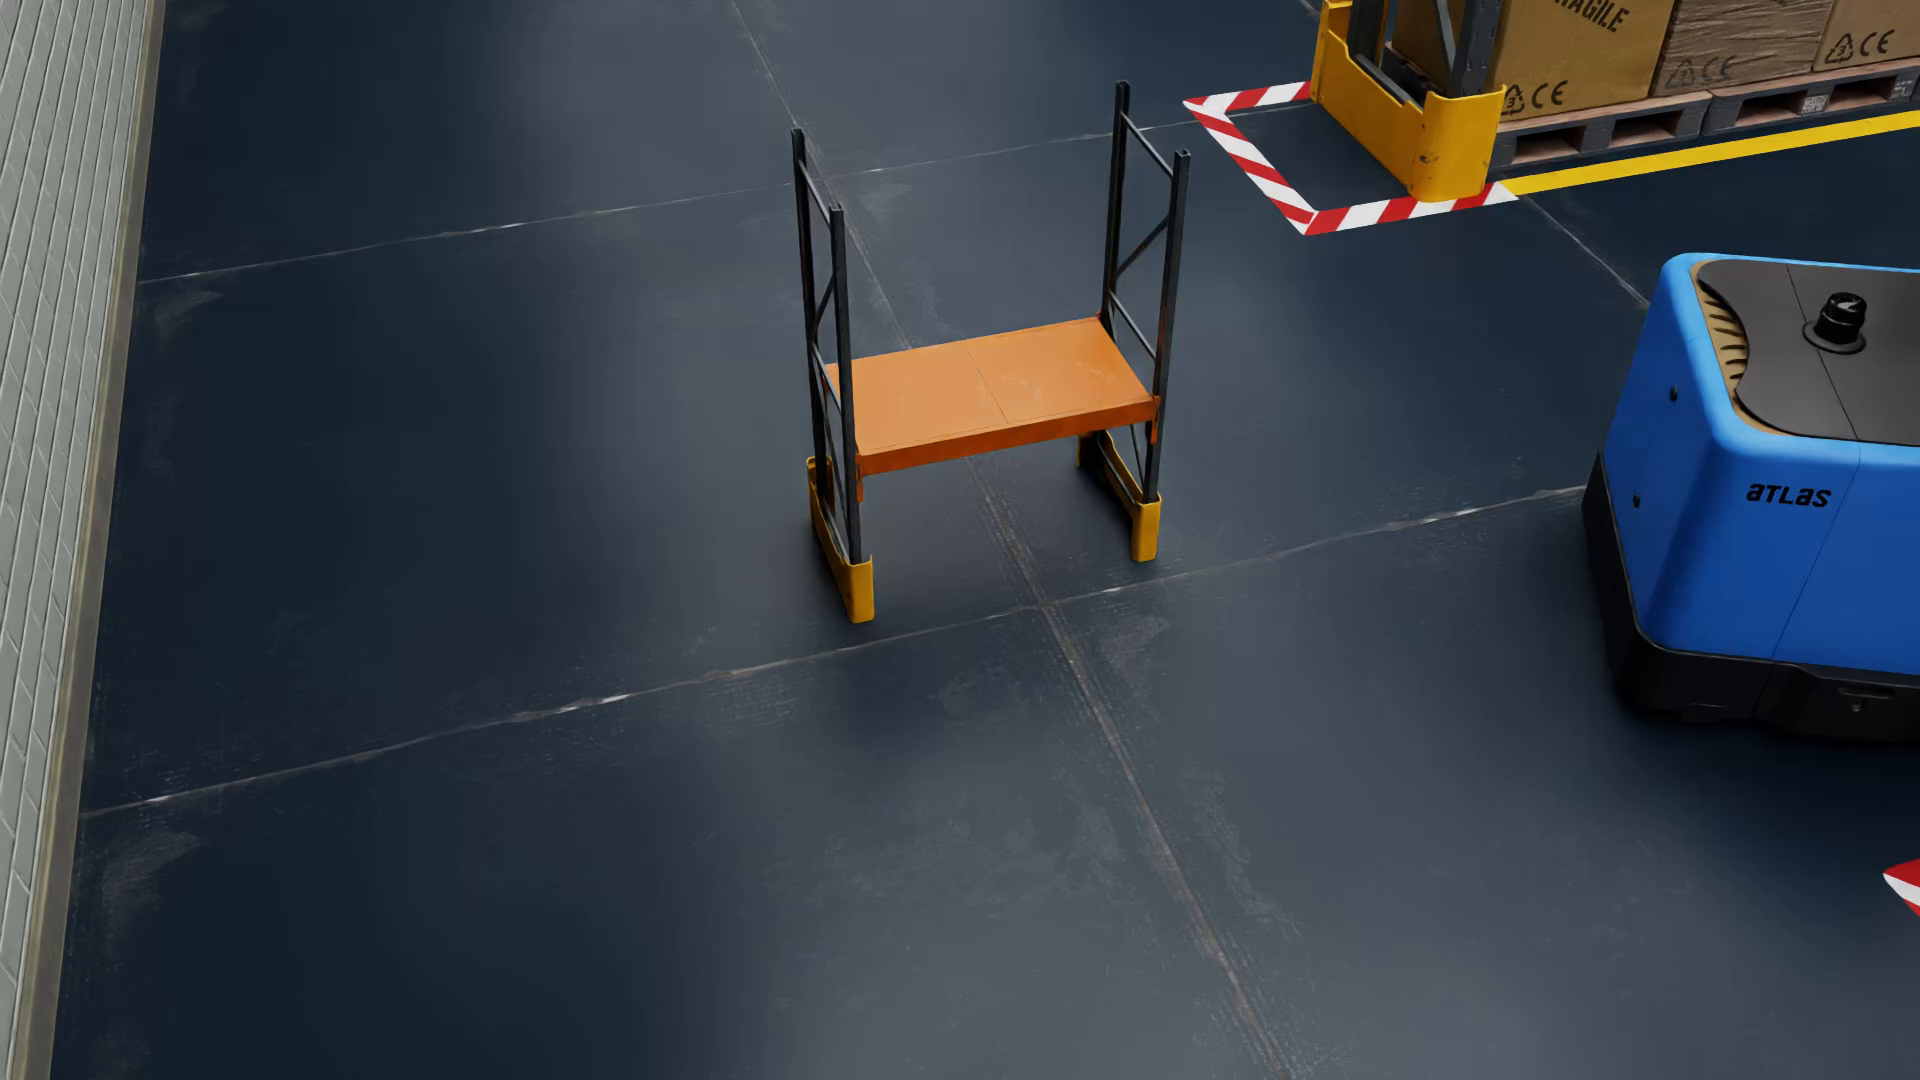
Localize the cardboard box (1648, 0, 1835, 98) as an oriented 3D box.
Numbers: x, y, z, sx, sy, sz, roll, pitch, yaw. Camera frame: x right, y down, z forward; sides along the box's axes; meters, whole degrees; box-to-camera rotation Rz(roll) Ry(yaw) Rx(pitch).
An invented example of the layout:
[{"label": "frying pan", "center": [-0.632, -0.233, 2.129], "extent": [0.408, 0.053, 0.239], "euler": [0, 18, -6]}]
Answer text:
[{"label": "cardboard box", "center": [3.538, -2.755, 7.920], "extent": [0.875, 0.875, 0.875], "euler": [-12, 42, -13]}]

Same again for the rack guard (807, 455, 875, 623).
[{"label": "rack guard", "center": [-0.402, -0.011, 5.572], "extent": [0.087, 0.250, 0.587], "euler": [-12, 42, -13]}]

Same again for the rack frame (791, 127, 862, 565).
[{"label": "rack frame", "center": [-0.404, -0.481, 5.161], "extent": [0.032, 1.500, 0.500], "euler": [-12, 42, -13]}]

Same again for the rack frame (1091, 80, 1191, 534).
[{"label": "rack frame", "center": [0.566, -0.682, 5.391], "extent": [0.032, 1.500, 0.500], "euler": [-12, 42, -13]}]

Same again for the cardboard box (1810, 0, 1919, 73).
[{"label": "cardboard box", "center": [4.387, -2.931, 8.121], "extent": [0.875, 0.875, 0.875], "euler": [-12, 42, -13]}]

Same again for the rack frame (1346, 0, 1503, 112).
[{"label": "rack frame", "center": [2.084, -3.041, 6.951], "extent": [0.127, 3.000, 1.000], "euler": [-12, 42, -13]}]

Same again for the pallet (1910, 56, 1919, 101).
[{"label": "pallet", "center": [5.150, -2.680, 8.657], "extent": [1.213, 0.211, 1.003], "euler": [-12, 42, -13]}]

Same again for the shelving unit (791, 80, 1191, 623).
[{"label": "shelving unit", "center": [0.073, -0.580, 5.274], "extent": [1.083, 1.500, 0.587], "euler": [-12, 42, -13]}]

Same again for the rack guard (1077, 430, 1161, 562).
[{"label": "rack guard", "center": [0.548, -0.208, 5.798], "extent": [0.087, 0.250, 0.587], "euler": [-12, 42, -13]}]

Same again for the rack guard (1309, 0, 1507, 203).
[{"label": "rack guard", "center": [2.061, -2.095, 7.768], "extent": [0.348, 0.500, 1.175], "euler": [-12, 42, -13]}]

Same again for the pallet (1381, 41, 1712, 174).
[{"label": "pallet", "center": [2.823, -2.198, 8.105], "extent": [1.213, 0.211, 1.003], "euler": [-12, 42, -13]}]

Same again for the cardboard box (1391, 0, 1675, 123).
[{"label": "cardboard box", "center": [2.670, -2.576, 7.714], "extent": [0.875, 0.875, 0.875], "euler": [-12, 42, -13]}]

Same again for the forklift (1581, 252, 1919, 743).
[{"label": "forklift", "center": [3.587, -0.733, 4.362], "extent": [3.031, 2.935, 1.130], "euler": [6, 41, 7]}]

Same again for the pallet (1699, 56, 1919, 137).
[{"label": "pallet", "center": [3.985, -2.437, 8.378], "extent": [1.213, 0.211, 1.003], "euler": [-12, 42, -13]}]

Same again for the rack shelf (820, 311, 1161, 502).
[{"label": "rack shelf", "center": [0.081, -0.446, 5.394], "extent": [1.000, 0.185, 0.538], "euler": [-12, 42, -13]}]
